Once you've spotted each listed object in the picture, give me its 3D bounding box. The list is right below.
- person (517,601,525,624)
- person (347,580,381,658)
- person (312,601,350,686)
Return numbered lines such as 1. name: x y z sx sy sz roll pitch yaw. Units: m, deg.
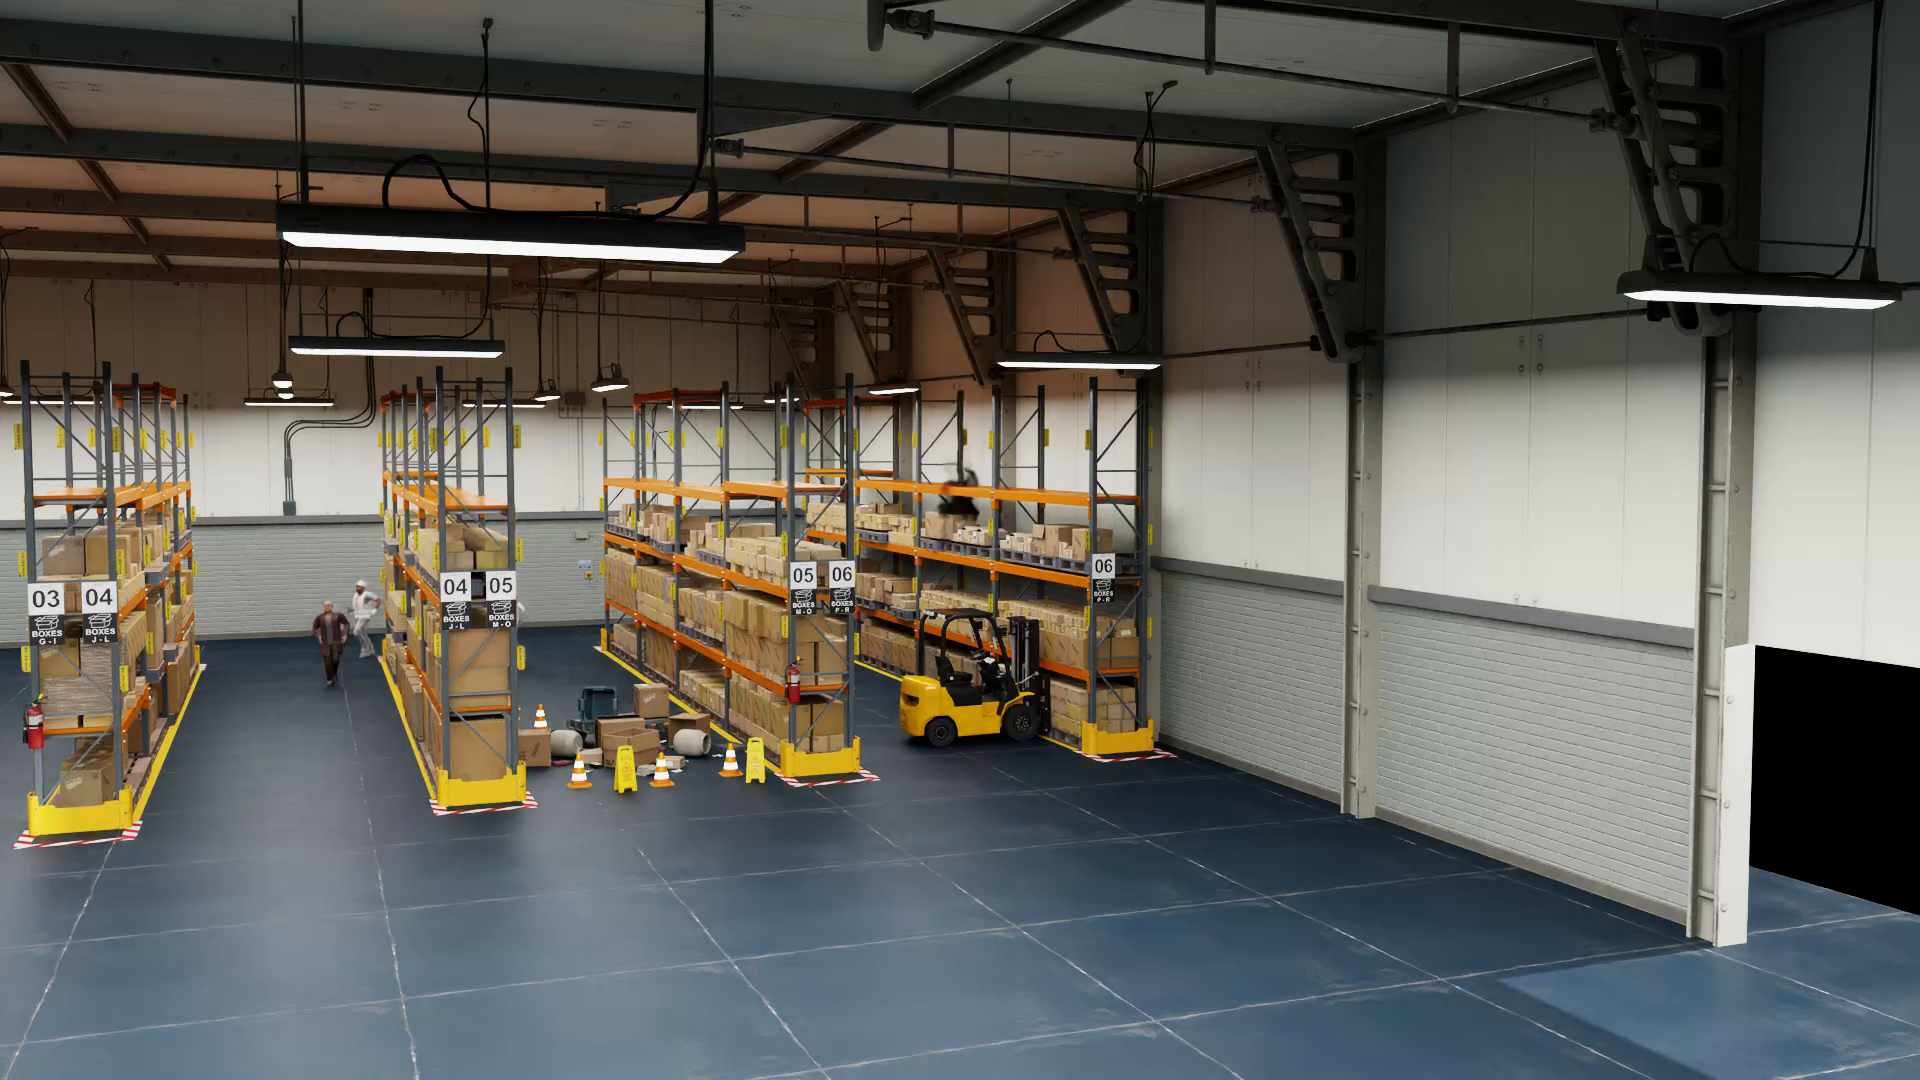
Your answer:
1. person: -10.100 1.921 37.251 0.580 1.750 0.737 -3 4 -38
2. person: -13.693 1.810 38.127 0.746 1.774 0.656 3 4 37
3. person: -12.789 2.104 33.780 0.721 1.738 0.578 -1 4 -15
